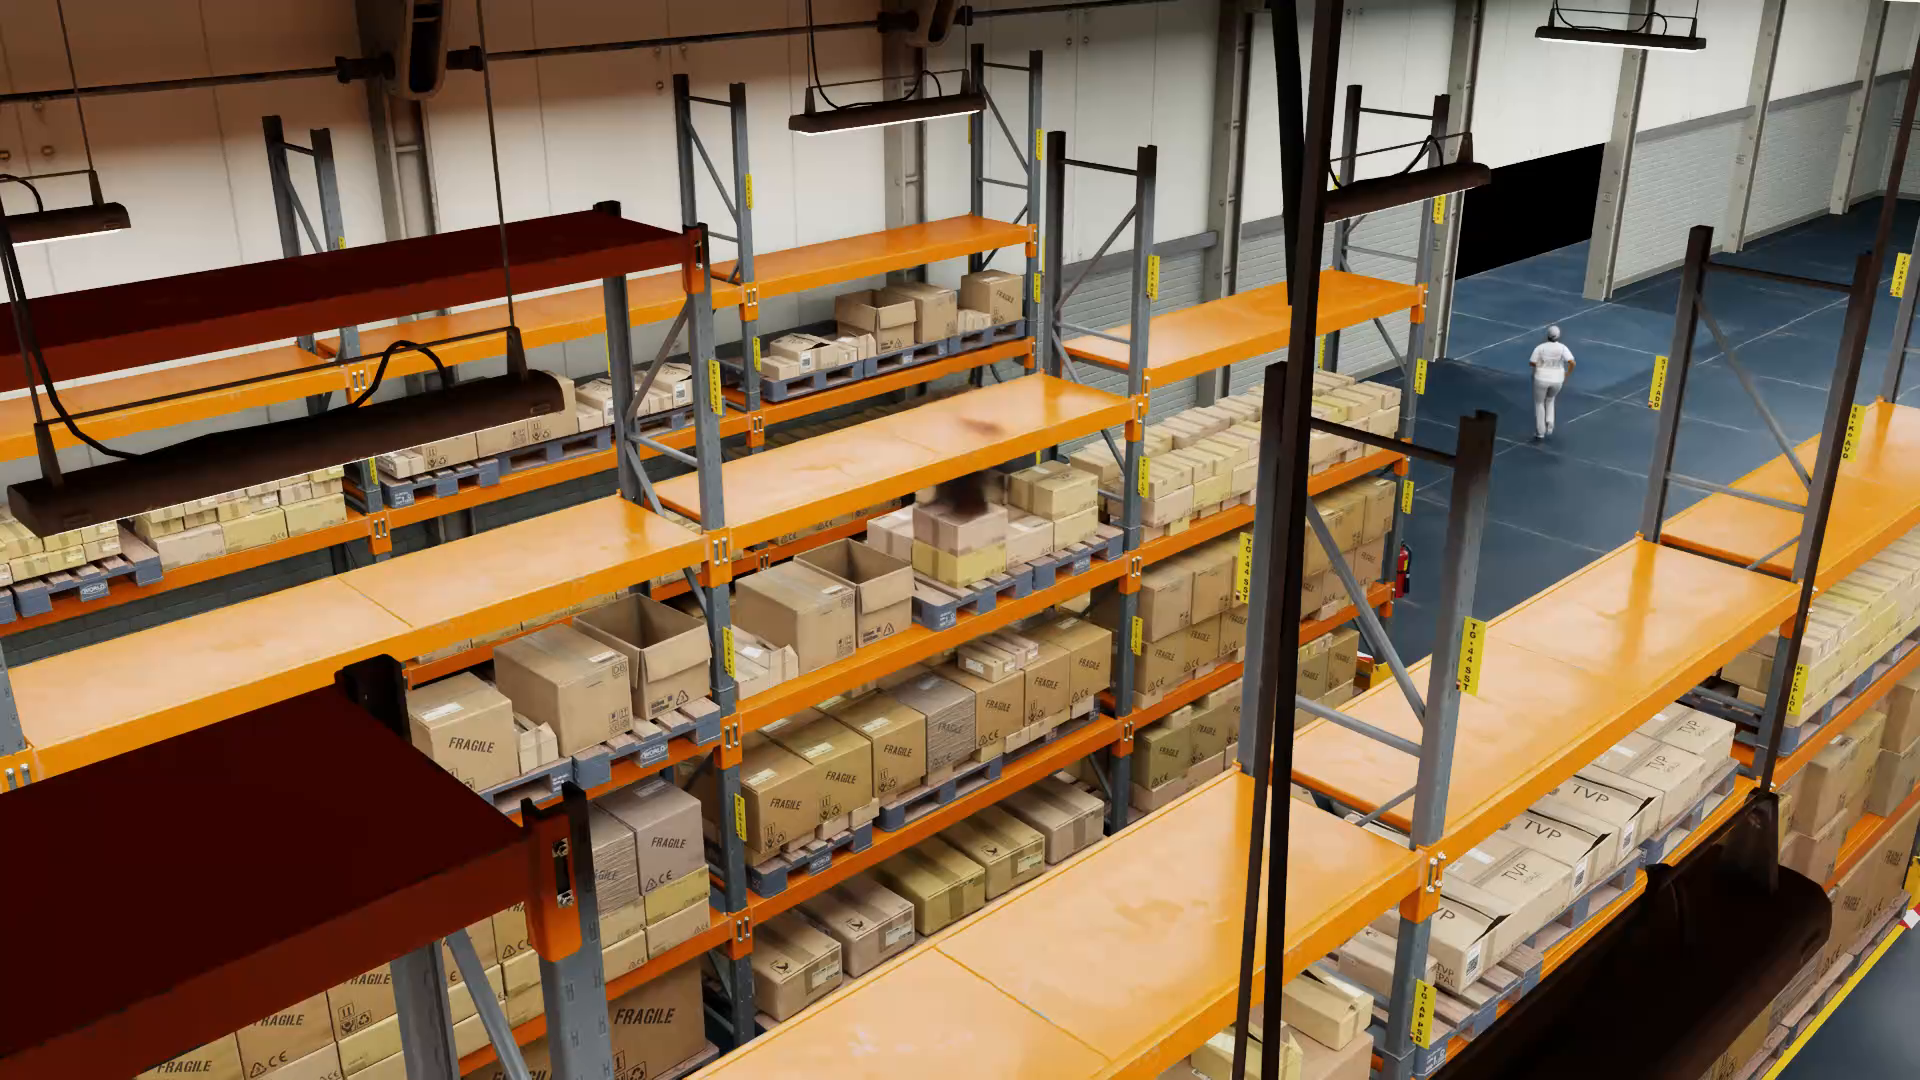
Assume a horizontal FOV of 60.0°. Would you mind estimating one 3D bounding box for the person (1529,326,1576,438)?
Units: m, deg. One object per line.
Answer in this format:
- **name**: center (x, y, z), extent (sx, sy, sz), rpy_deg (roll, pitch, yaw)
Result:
- **person**: center (8.578, -2.304, 24.280), extent (0.578, 1.689, 0.682), rpy_deg (2, 23, 4)
